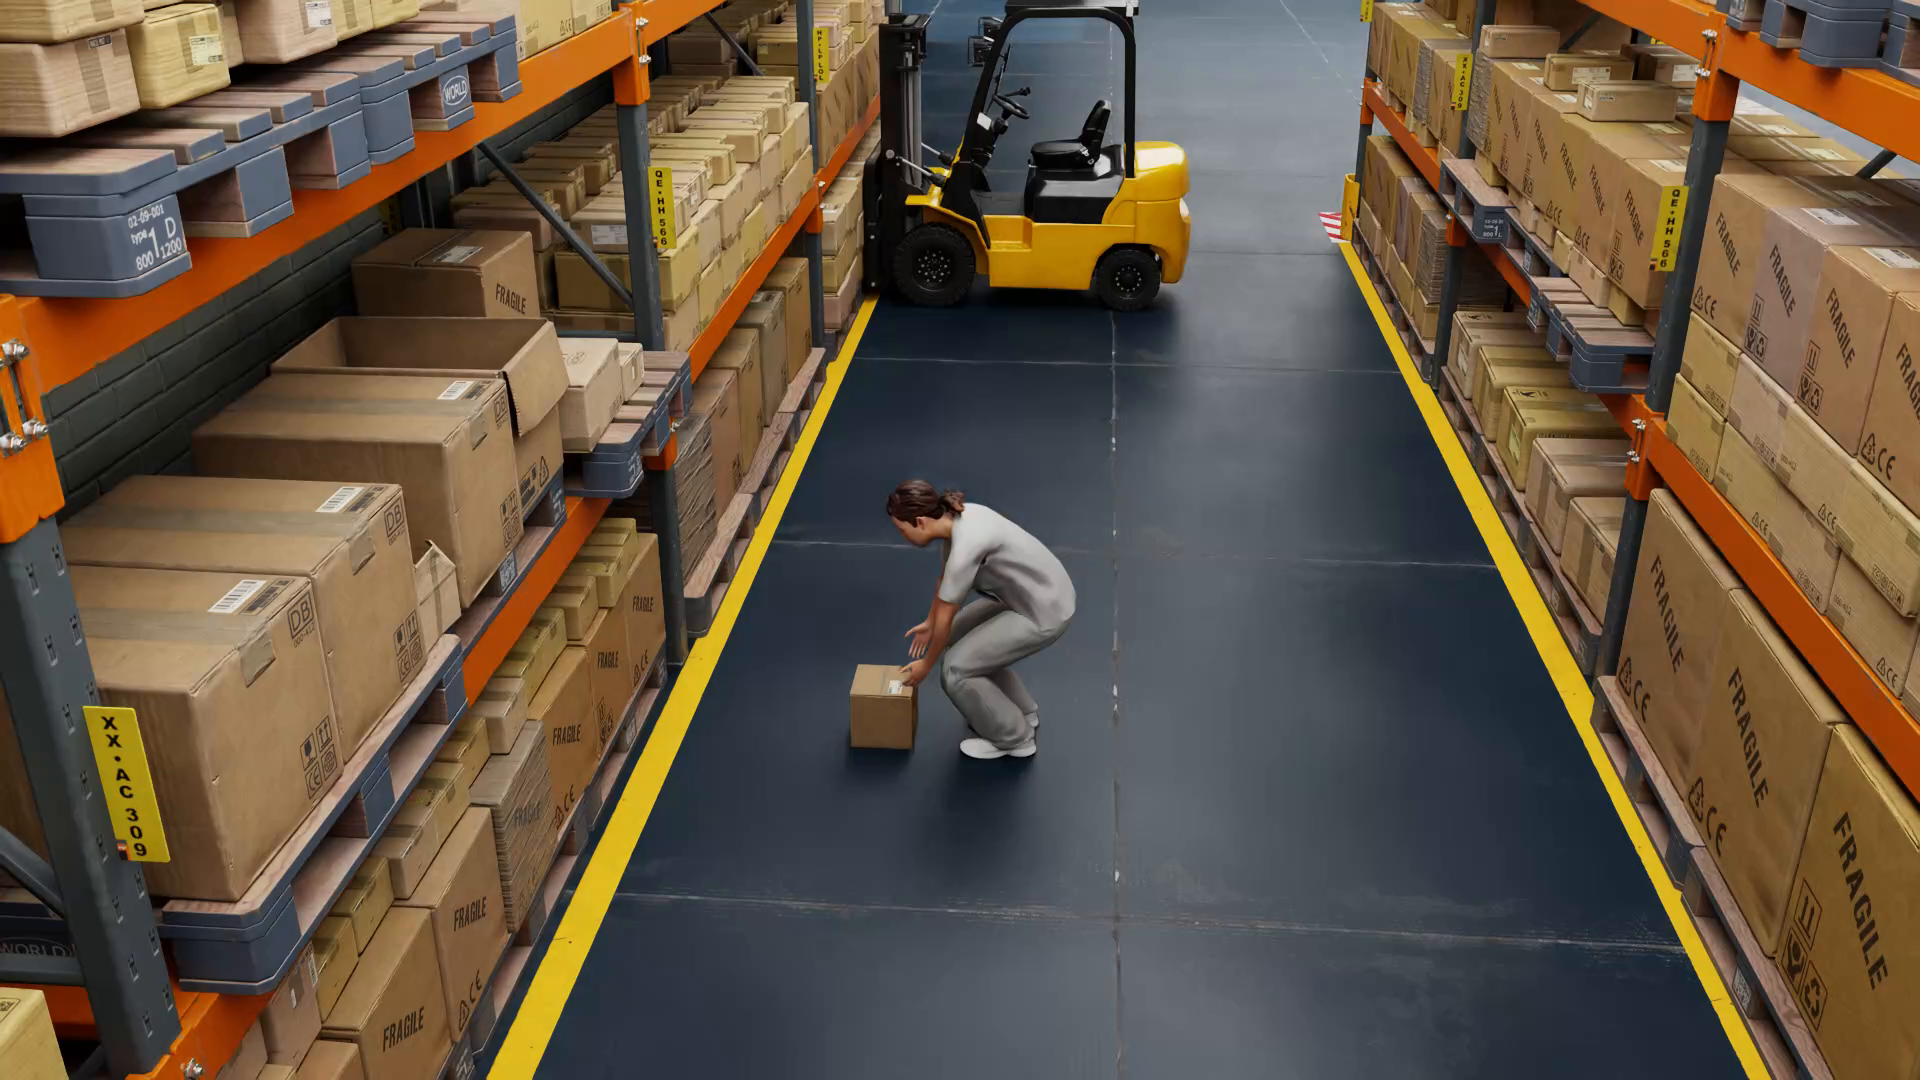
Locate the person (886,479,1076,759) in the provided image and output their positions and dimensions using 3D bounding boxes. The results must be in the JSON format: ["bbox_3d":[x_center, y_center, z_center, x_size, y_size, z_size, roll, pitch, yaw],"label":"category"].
[{"bbox_3d":[0.086,0.302,6.572,0.741,1.158,0.496,2,25,4],"label":"person"}]
